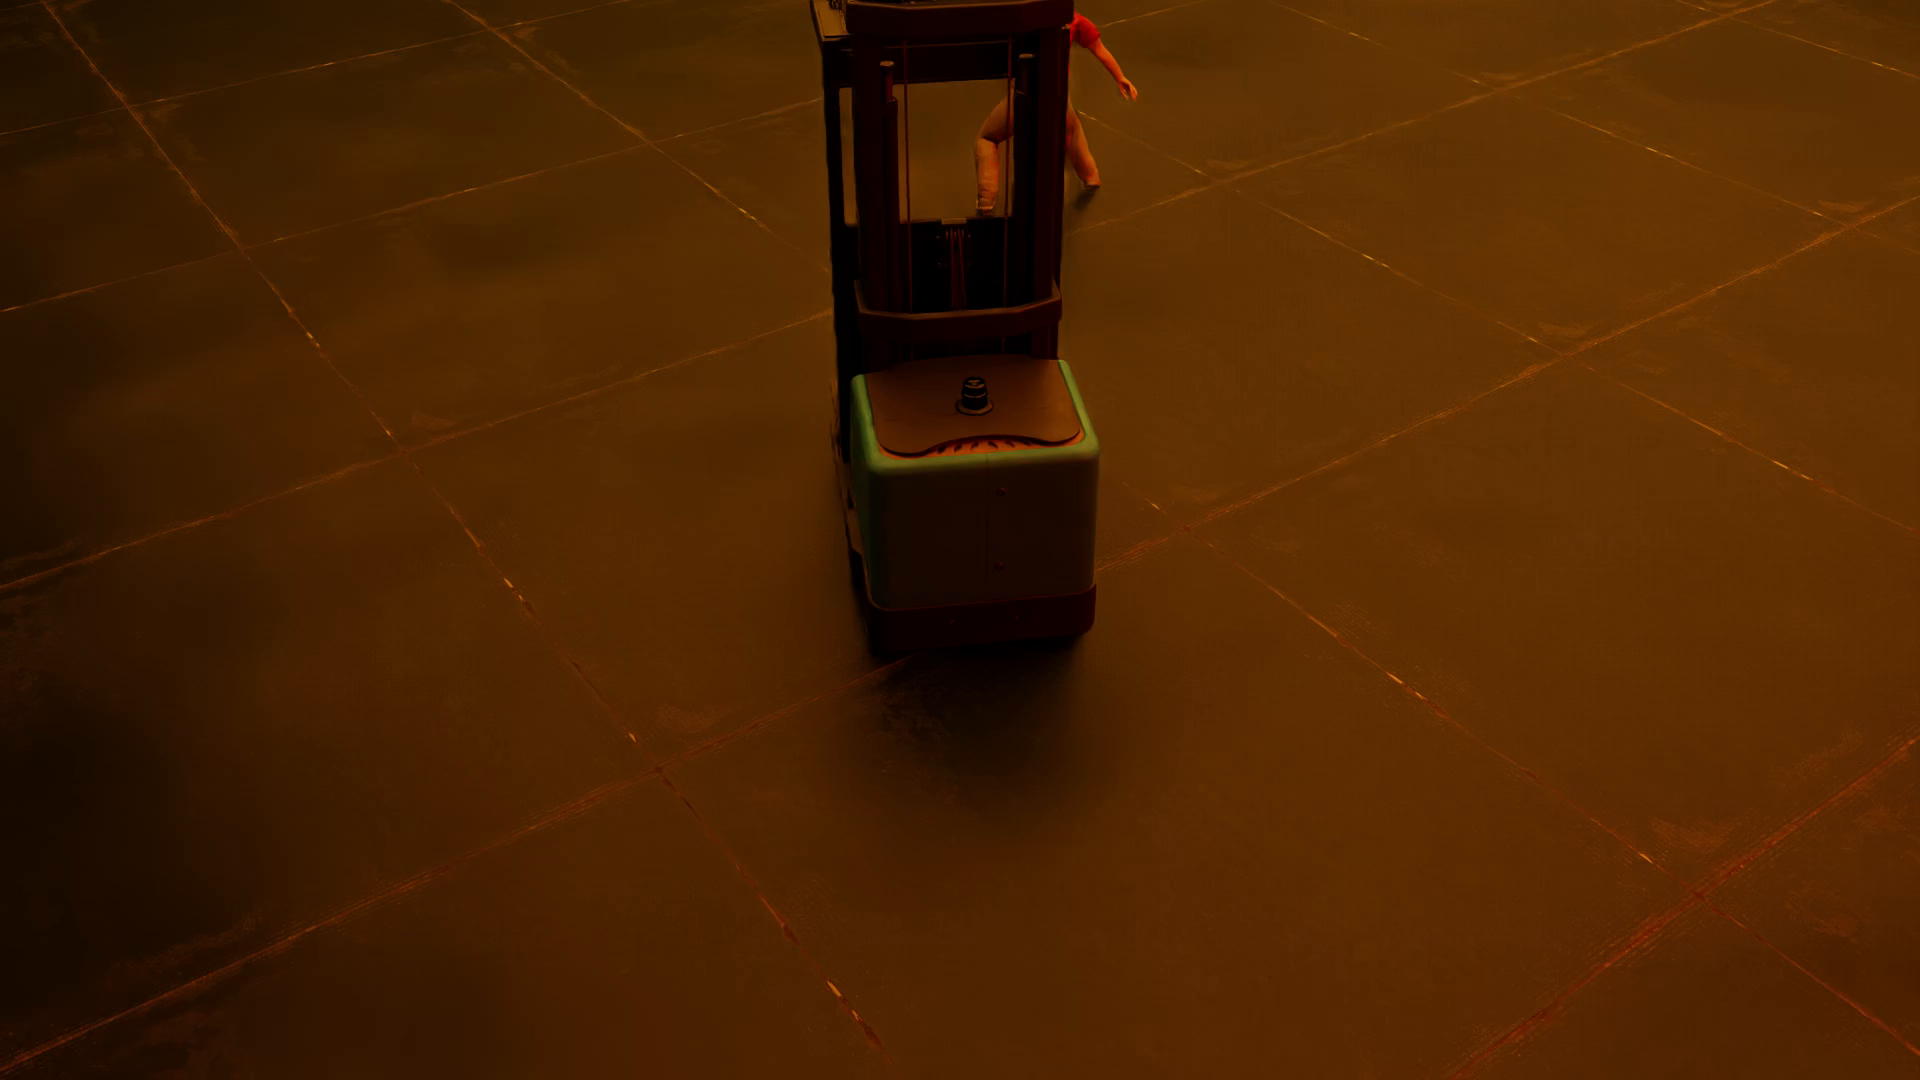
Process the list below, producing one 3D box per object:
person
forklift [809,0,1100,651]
[{"bbox_3d":[0.575,-2.952,11.189,1.120,1.692,0.565,-10,38,-13],"label":"person"},{"bbox_3d":[-0.101,-1.539,8.026,1.130,2.935,3.031,-5,37,-7],"label":"forklift"}]
